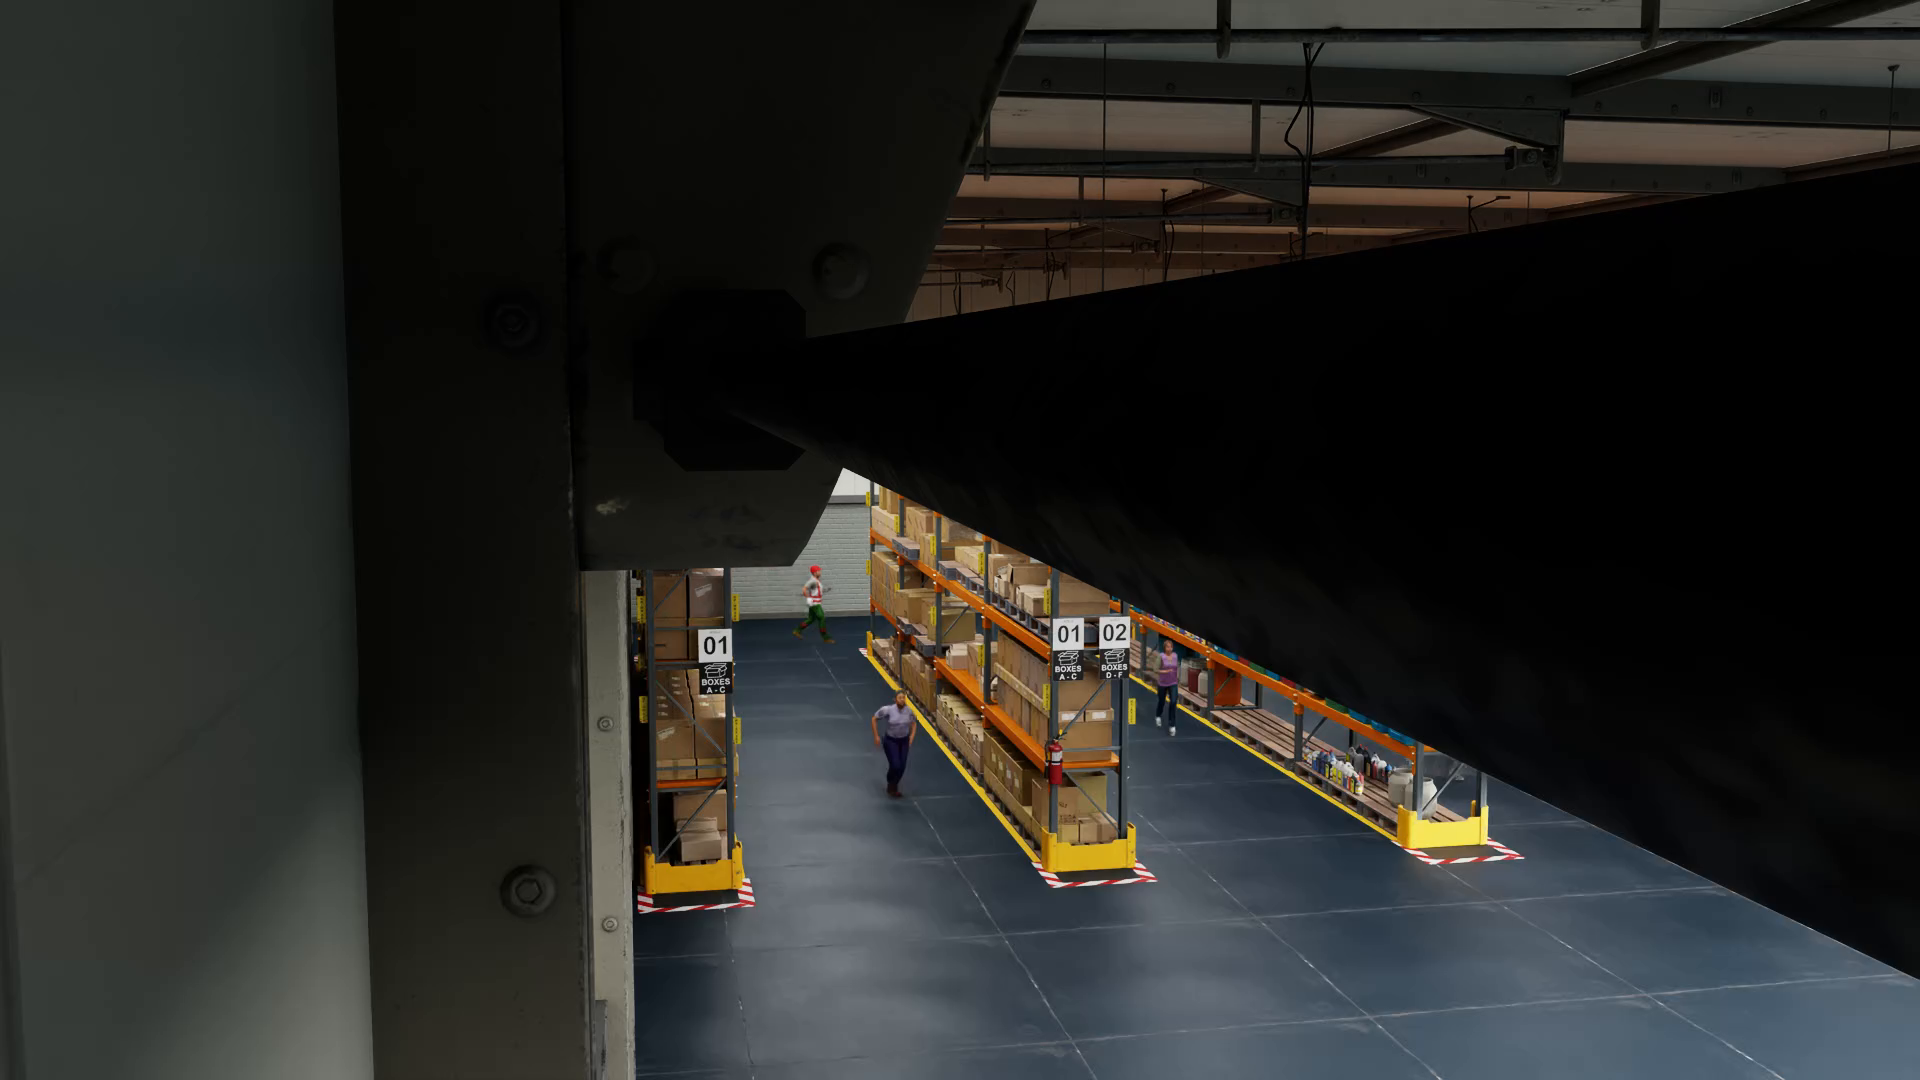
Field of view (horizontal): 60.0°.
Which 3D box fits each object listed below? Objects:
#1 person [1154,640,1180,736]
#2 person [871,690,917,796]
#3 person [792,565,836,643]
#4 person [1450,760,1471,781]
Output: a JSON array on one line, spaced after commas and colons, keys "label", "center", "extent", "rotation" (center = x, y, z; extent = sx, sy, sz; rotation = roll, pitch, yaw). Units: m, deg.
[{"label": "person", "center": [3.574, 2.511, 28.753], "extent": [0.531, 1.609, 0.861], "rotation": [-1, 6, -9]}, {"label": "person", "center": [-0.949, 2.991, 24.415], "extent": [0.689, 1.609, 0.568], "rotation": [-3, 7, -24]}, {"label": "person", "center": [-3.322, 1.458, 37.819], "extent": [1.006, 1.775, 0.653], "rotation": [0, 6, -4]}, {"label": "person", "center": [7.781, 2.994, 25.160], "extent": [0.618, 1.420, 0.953], "rotation": [-2, 6, -16]}]
